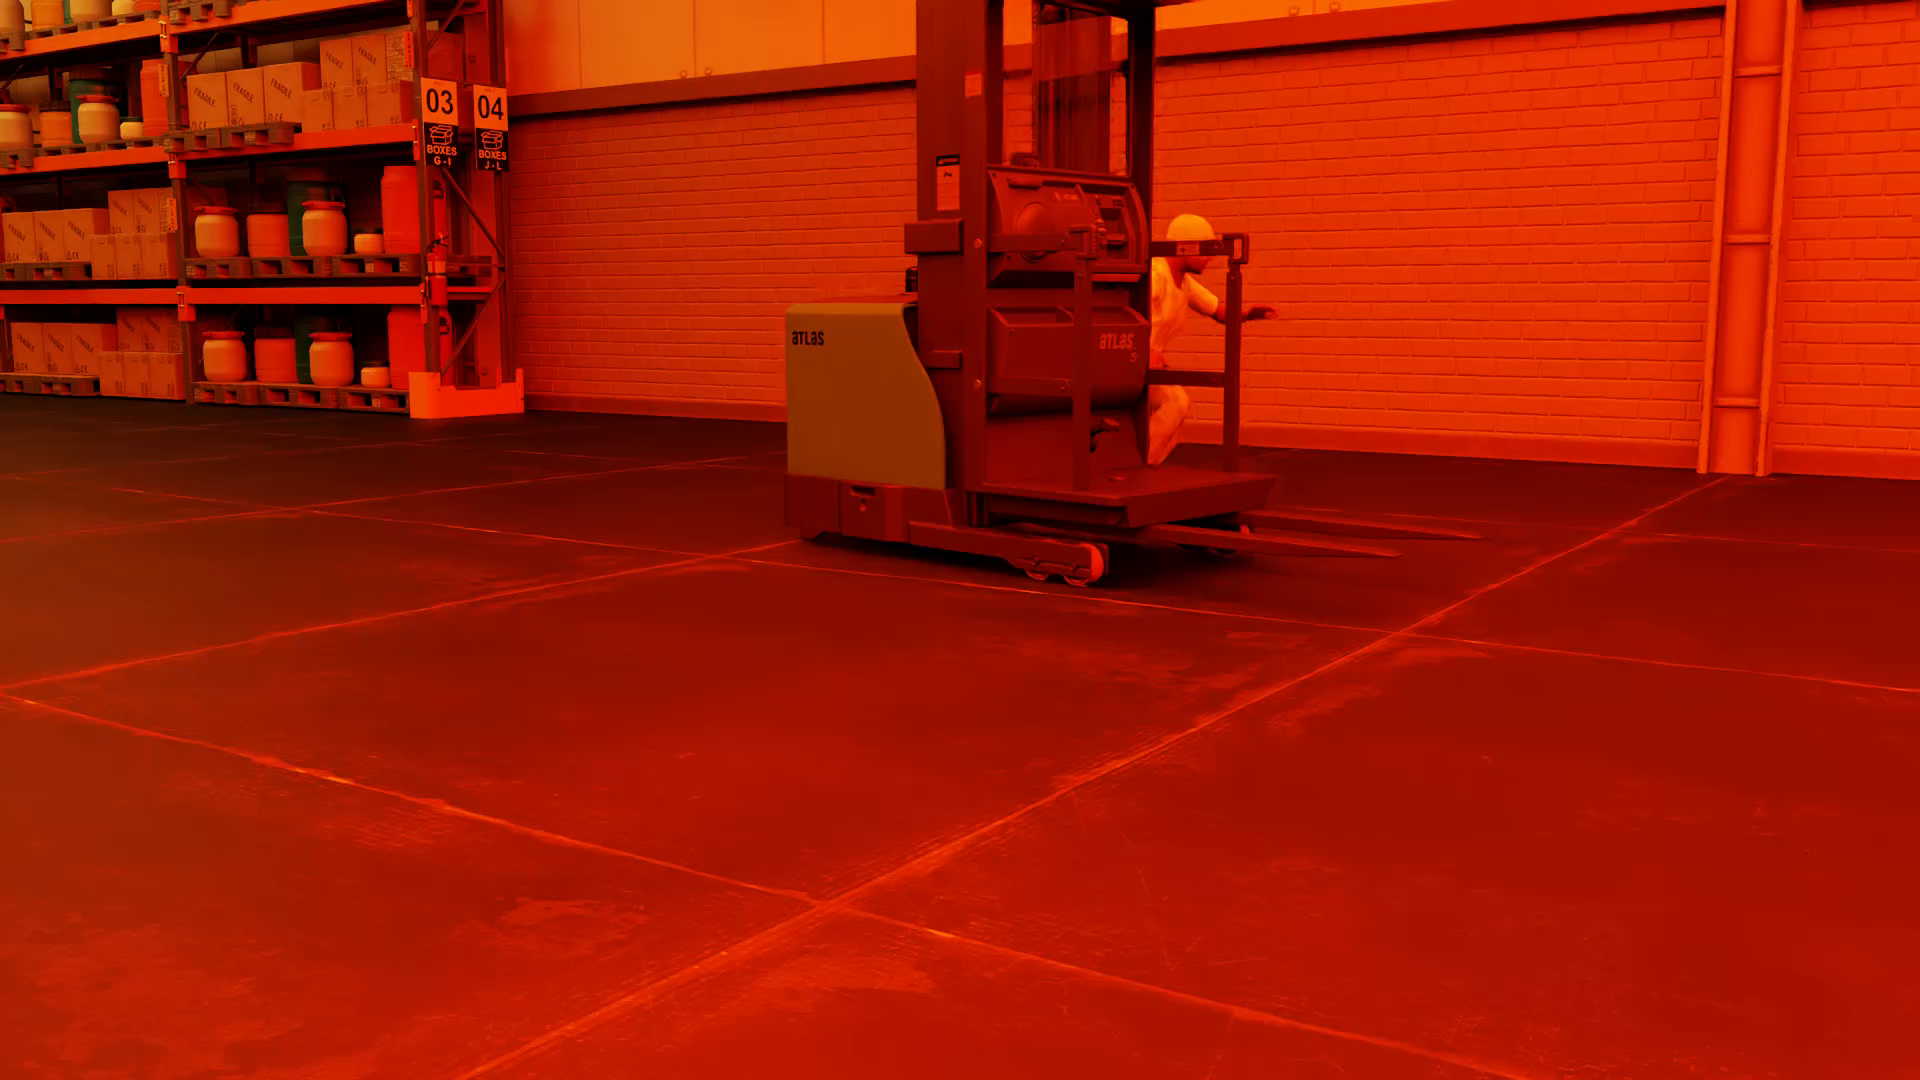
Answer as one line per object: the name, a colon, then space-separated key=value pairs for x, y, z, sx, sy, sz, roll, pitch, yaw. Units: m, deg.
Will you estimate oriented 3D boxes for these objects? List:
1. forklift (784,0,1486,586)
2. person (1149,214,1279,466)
forklift: x=0.612 y=-1.356 z=6.729 sx=3.031 sy=2.935 sz=1.130 roll=8 pitch=11 yaw=43
person: x=1.078 y=-0.858 z=8.285 sx=0.929 sy=1.517 sz=1.089 roll=3 pitch=9 yaw=18
